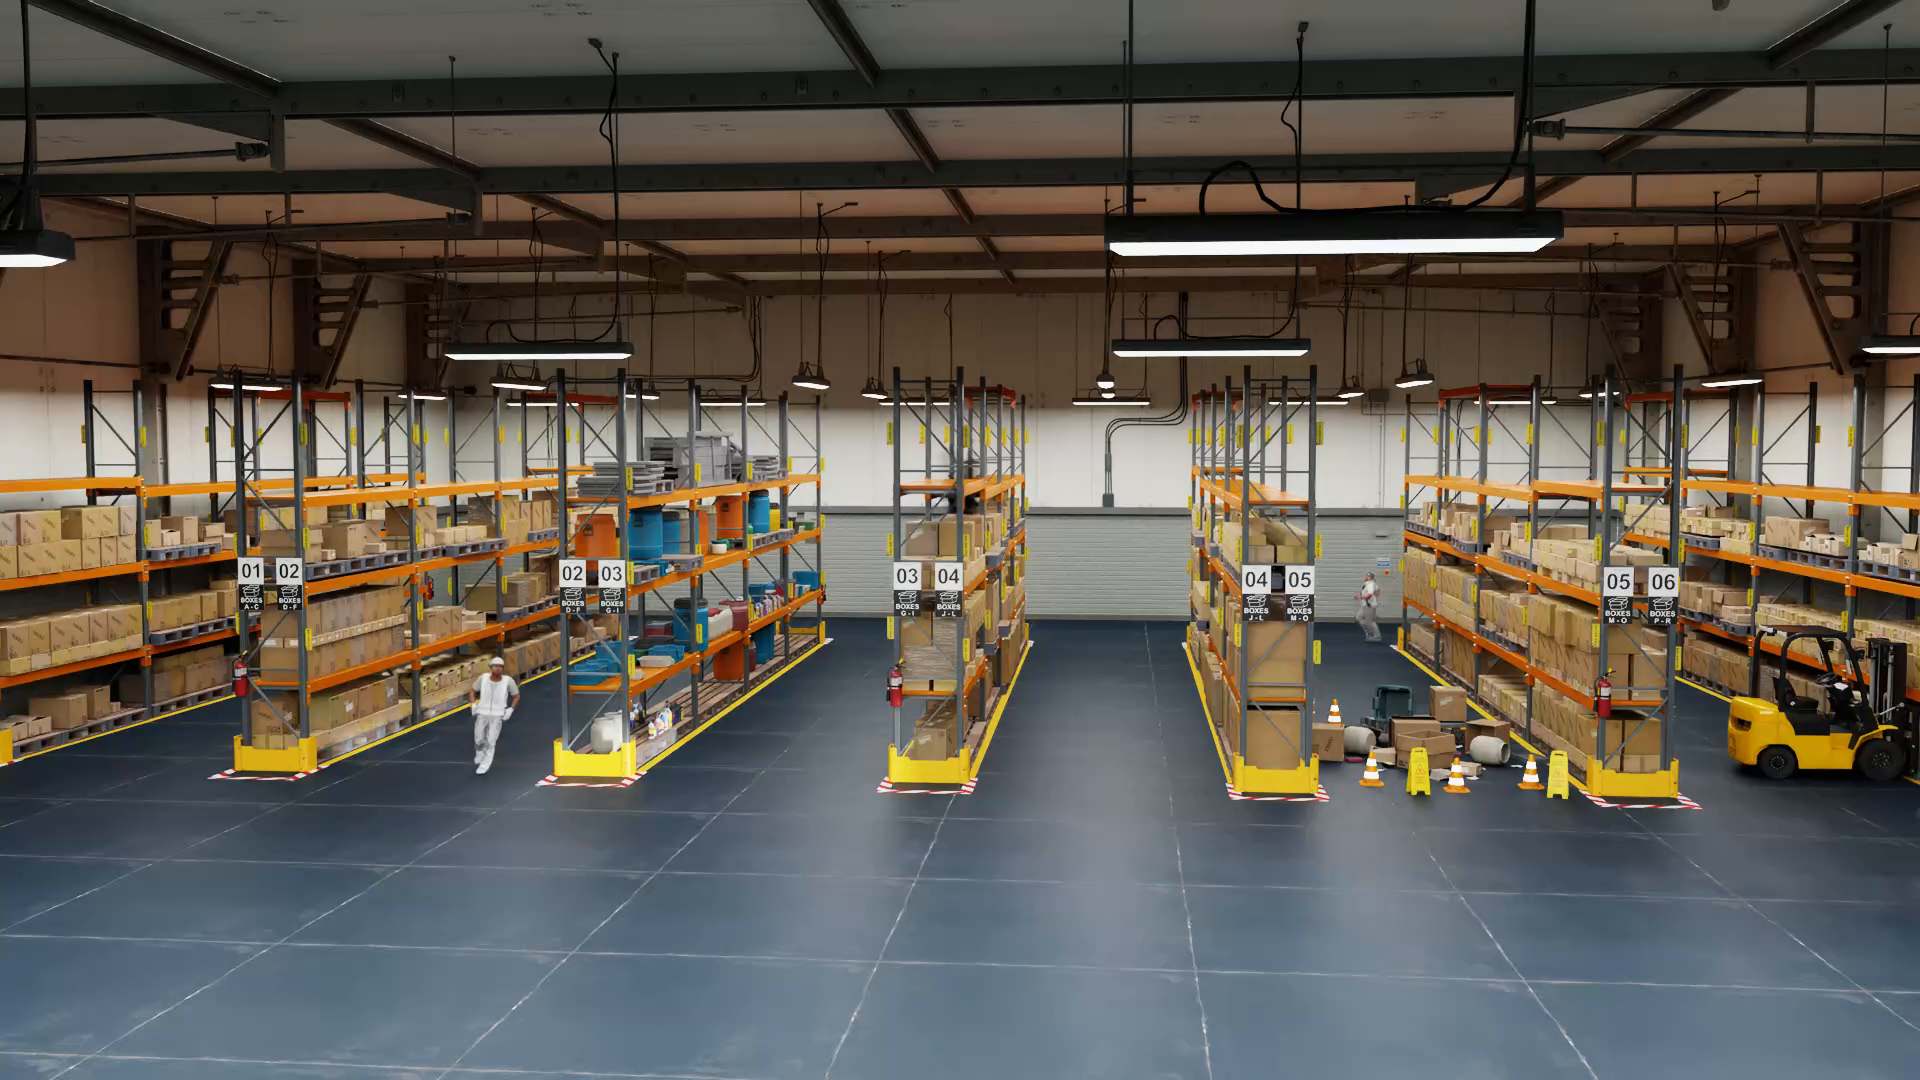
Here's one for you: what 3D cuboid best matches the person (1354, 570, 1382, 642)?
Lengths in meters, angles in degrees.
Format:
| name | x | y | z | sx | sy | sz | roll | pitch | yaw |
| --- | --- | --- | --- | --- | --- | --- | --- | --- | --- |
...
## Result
| name | x | y | z | sx | sy | sz | roll | pitch | yaw |
| --- | --- | --- | --- | --- | --- | --- | --- | --- | --- |
| person | 9.921 | 1.612 | 40.440 | 0.683 | 1.785 | 0.639 | 1 | 4 | 11 |

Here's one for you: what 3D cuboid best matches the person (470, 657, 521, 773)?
| name | x | y | z | sx | sy | sz | roll | pitch | yaw |
| --- | --- | --- | --- | --- | --- | --- | --- | --- | --- |
| person | -6.955 | 2.601 | 24.895 | 0.741 | 1.719 | 0.555 | -1 | 4 | -9 |

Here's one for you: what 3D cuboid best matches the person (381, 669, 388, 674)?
| name | x | y | z | sx | sy | sz | roll | pitch | yaw |
| --- | --- | --- | --- | --- | --- | --- | --- | --- | --- |
| person | -11.188 | 2.183 | 32.305 | 0.520 | 1.635 | 0.706 | 0 | 4 | 4 |
